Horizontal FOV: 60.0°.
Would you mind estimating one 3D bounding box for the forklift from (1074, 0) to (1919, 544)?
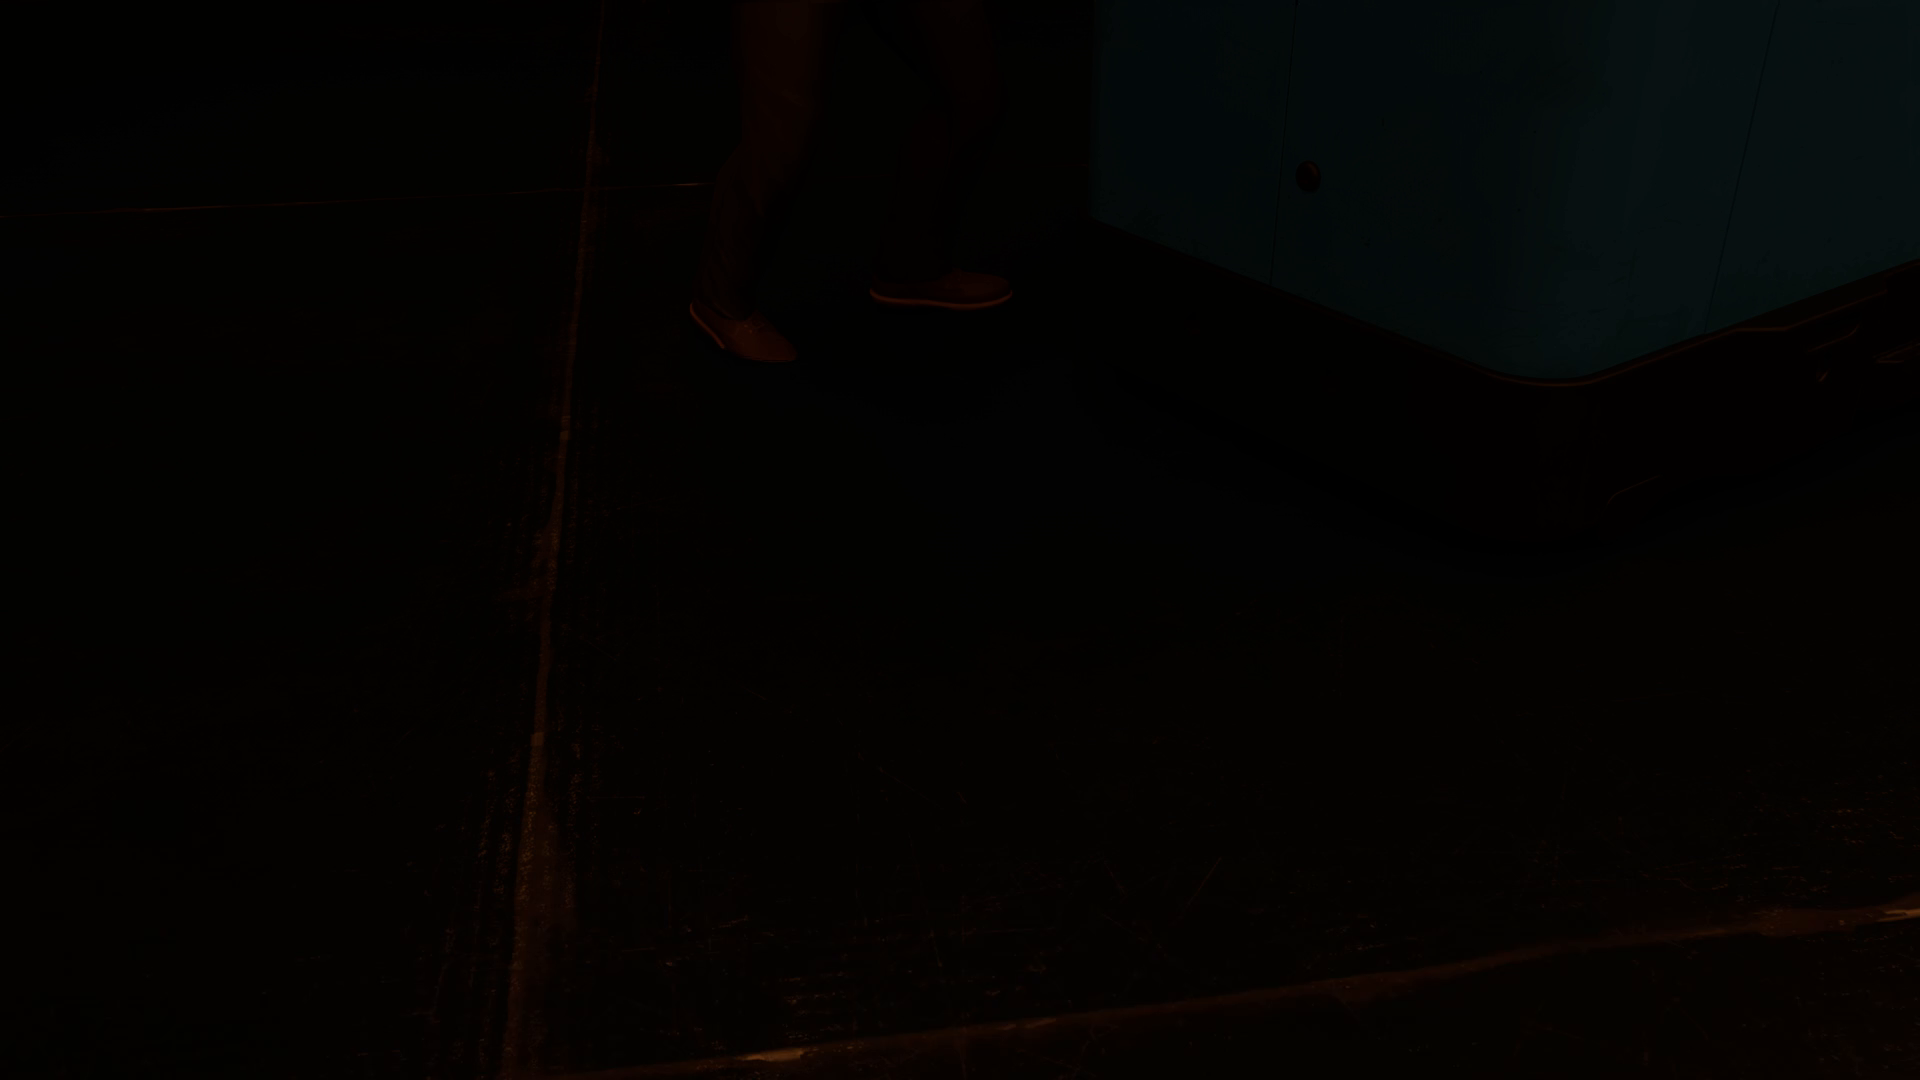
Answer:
[{"bbox_3d":[1.702,-1.820,2.803,3.031,2.935,1.130,-19,33,-31],"label":"forklift"}]

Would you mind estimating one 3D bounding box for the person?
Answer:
[{"bbox_3d":[-0.256,-1.082,2.889,0.815,1.634,0.446,-23,35,-36],"label":"person"}]
